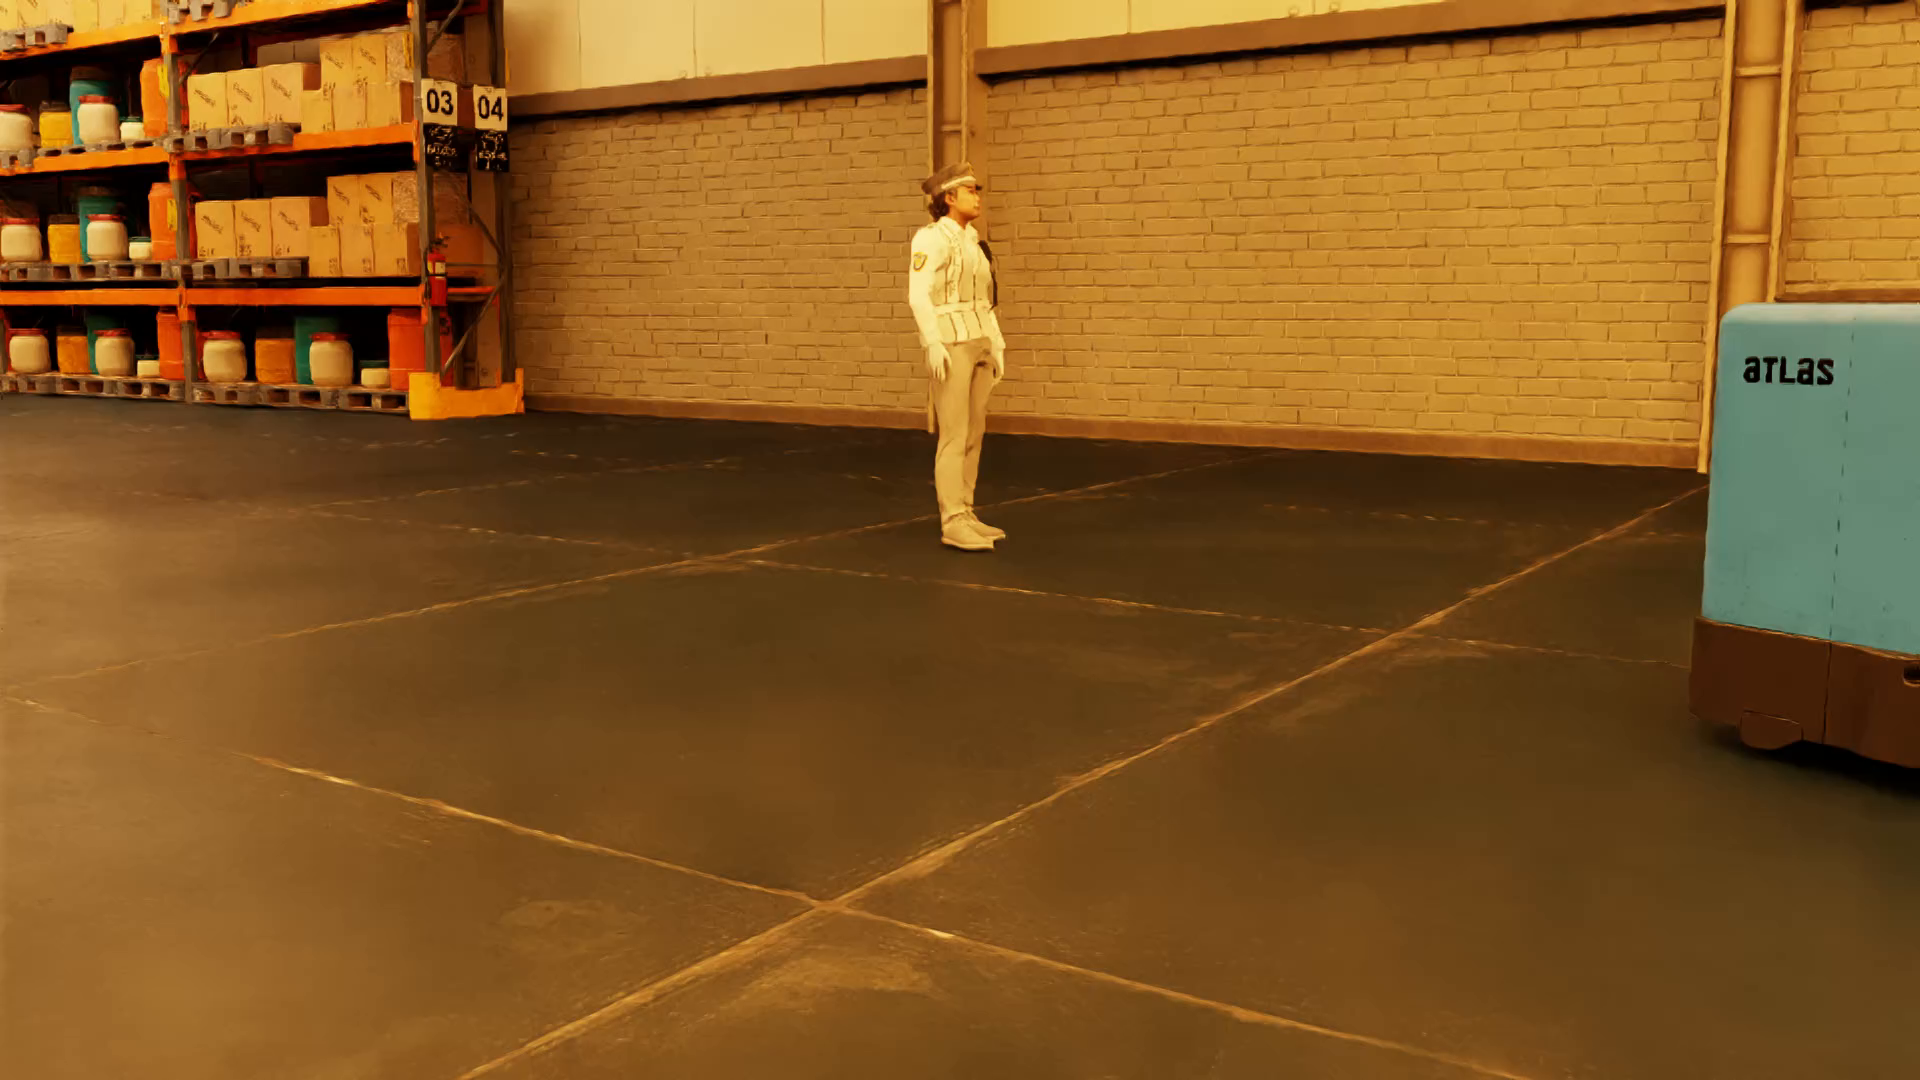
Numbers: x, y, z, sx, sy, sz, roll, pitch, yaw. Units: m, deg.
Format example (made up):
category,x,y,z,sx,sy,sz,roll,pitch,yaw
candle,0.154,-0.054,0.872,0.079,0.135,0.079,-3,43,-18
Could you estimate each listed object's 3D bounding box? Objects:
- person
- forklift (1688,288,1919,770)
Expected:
category,x,y,z,sx,sy,sz,roll,pitch,yaw
person,0.052,-0.840,7.440,0.532,1.695,0.586,5,10,34
forklift,3.053,-0.823,2.982,1.130,2.935,3.031,-6,10,-35
